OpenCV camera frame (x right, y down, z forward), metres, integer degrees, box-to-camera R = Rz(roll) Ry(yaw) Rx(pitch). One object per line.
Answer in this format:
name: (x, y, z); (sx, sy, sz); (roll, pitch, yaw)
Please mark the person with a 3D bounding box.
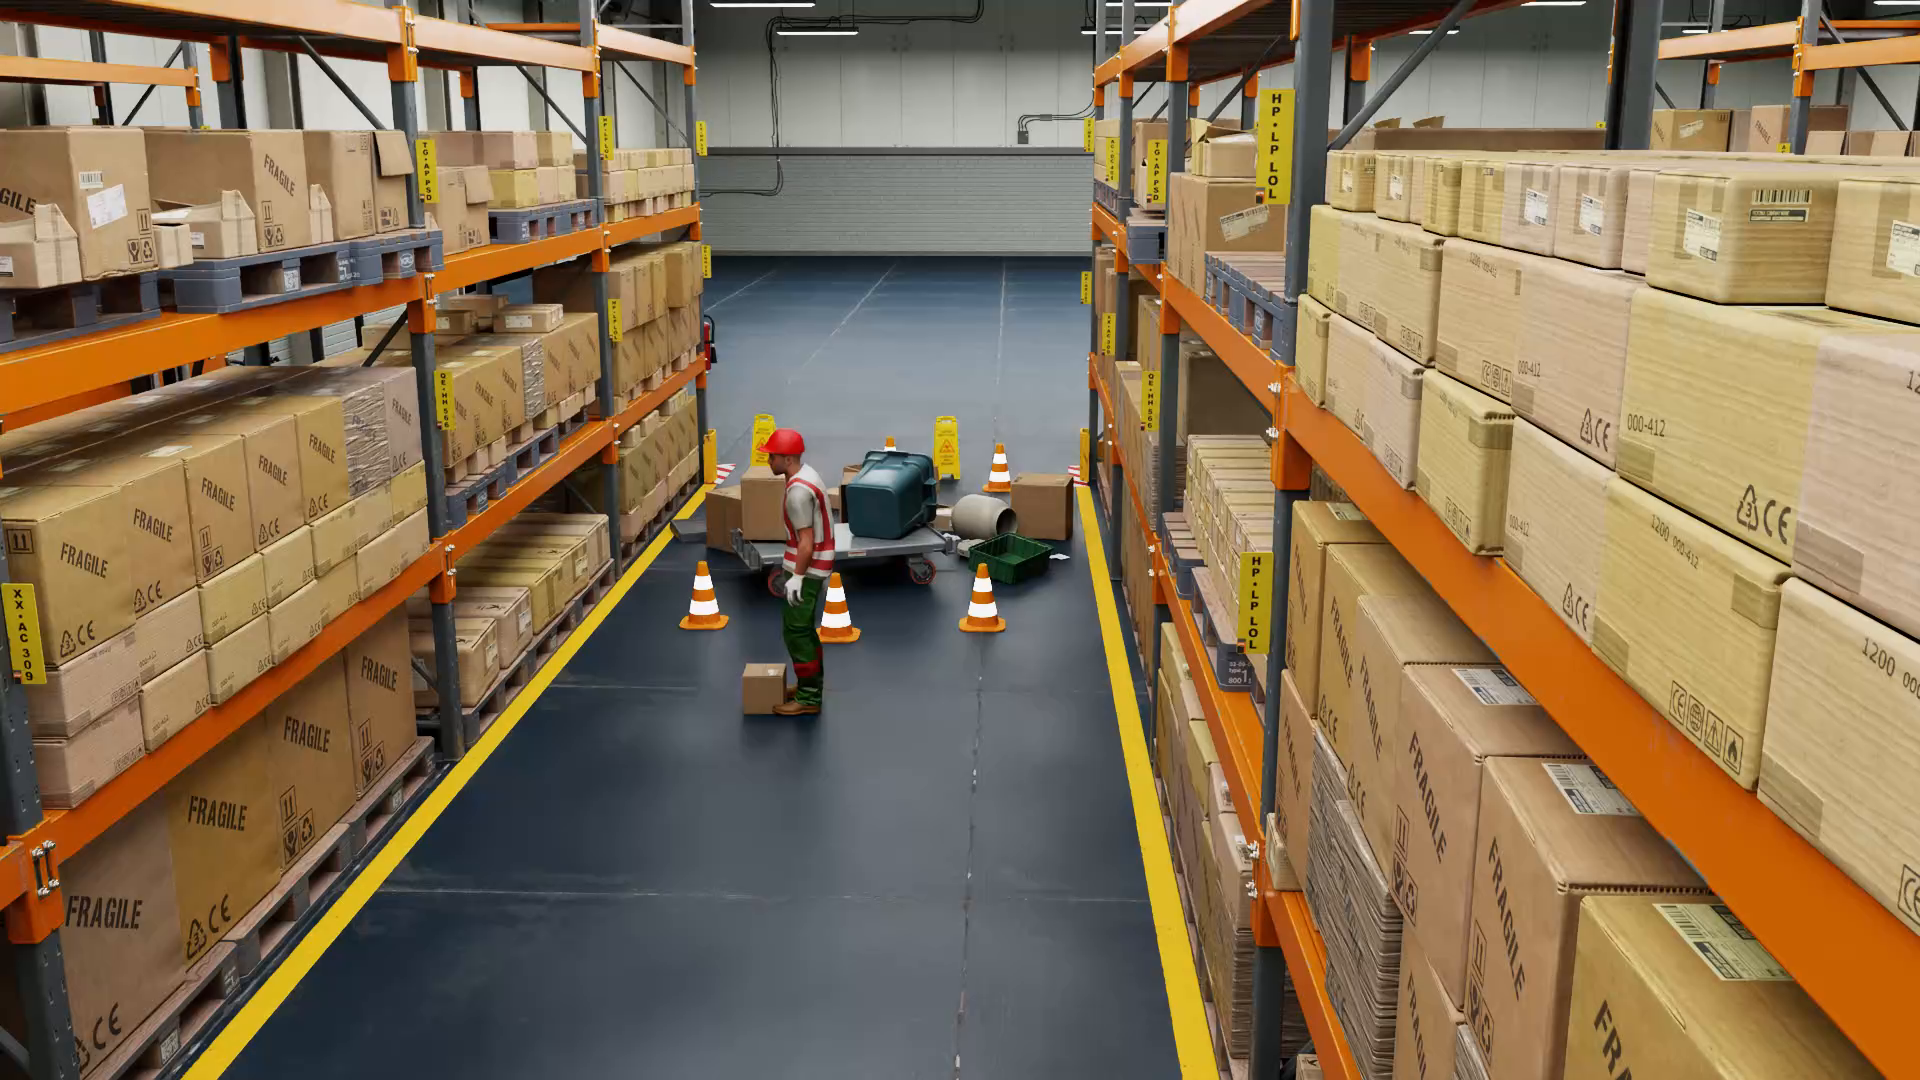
person: (-0.990, 0.188, 10.201); (0.452, 1.777, 0.610); (0, 14, -1)
